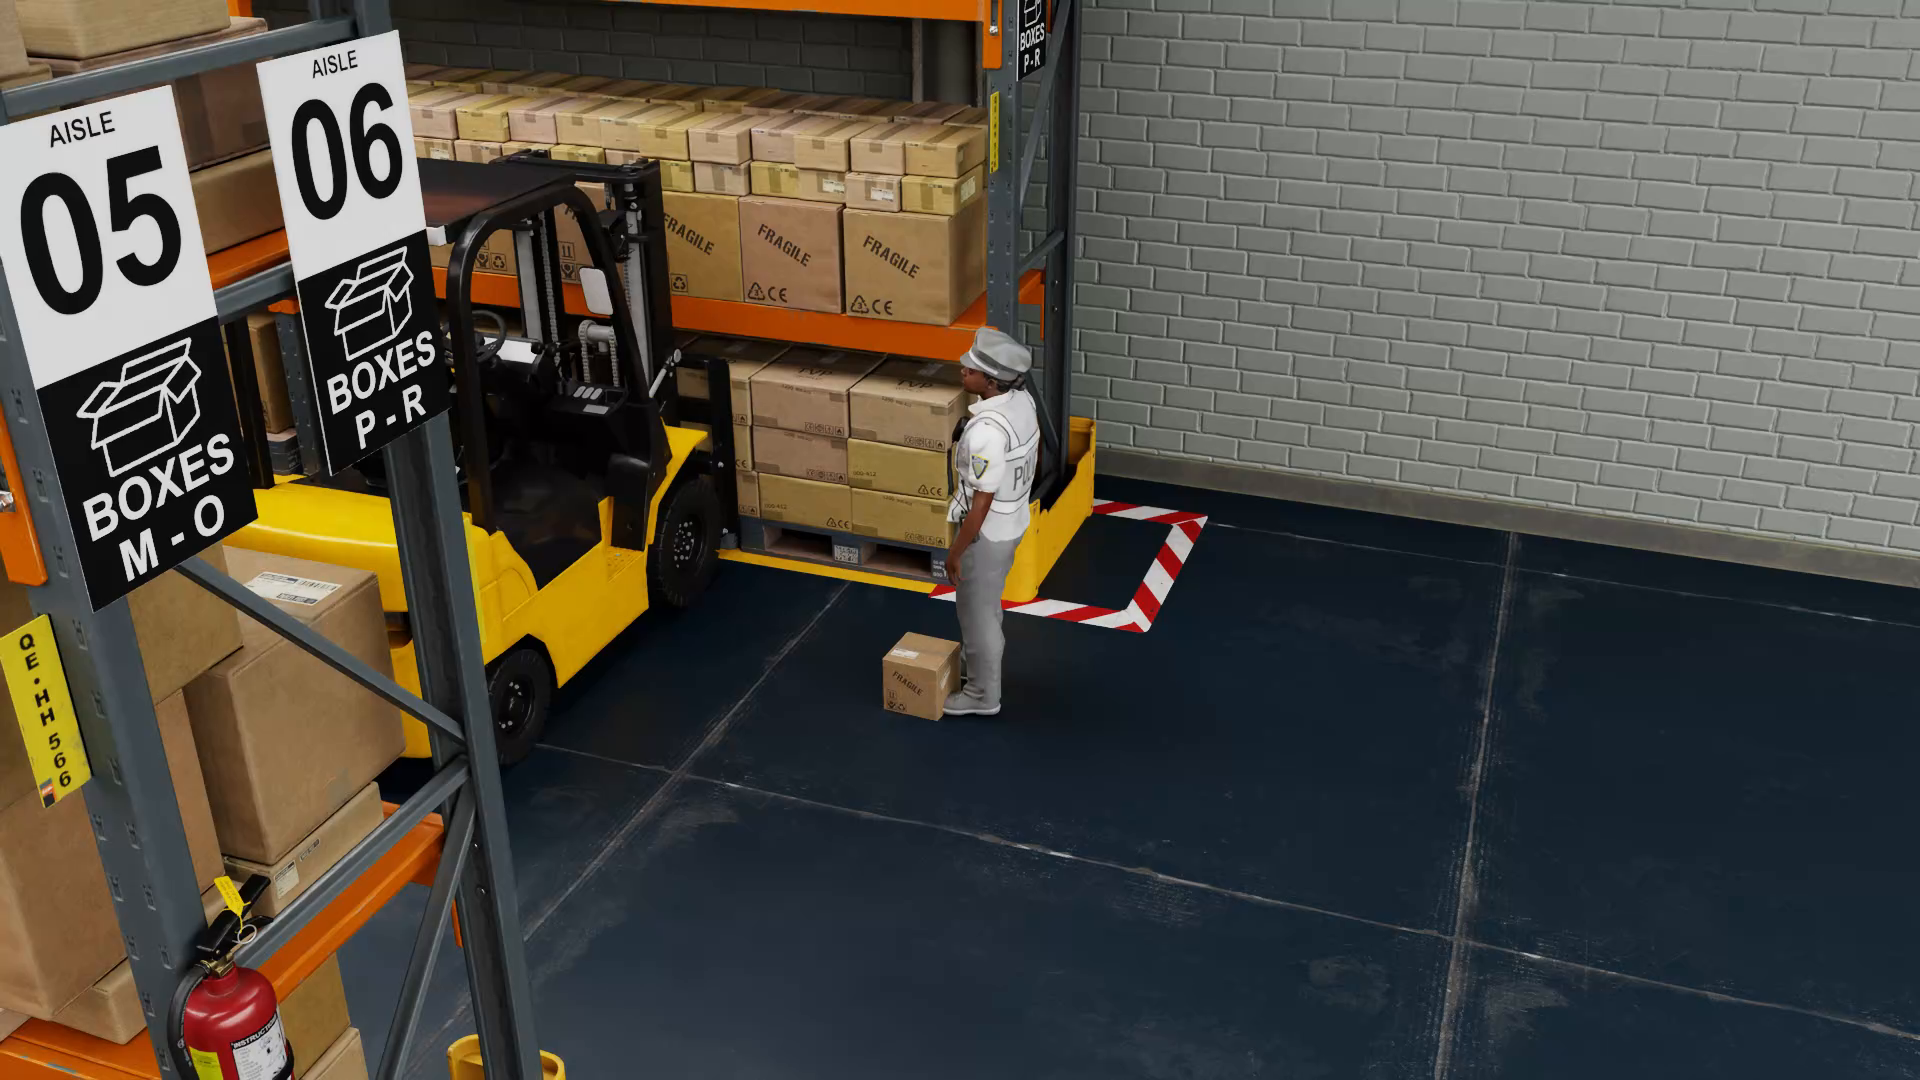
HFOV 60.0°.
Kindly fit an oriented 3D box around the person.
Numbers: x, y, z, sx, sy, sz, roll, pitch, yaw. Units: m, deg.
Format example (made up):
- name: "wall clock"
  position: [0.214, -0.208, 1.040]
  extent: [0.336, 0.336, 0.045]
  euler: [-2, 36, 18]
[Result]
- name: "person"
  position: [0.045, -0.064, 6.685]
  extent: [0.529, 1.694, 0.569]
  euler: [9, 27, 18]
